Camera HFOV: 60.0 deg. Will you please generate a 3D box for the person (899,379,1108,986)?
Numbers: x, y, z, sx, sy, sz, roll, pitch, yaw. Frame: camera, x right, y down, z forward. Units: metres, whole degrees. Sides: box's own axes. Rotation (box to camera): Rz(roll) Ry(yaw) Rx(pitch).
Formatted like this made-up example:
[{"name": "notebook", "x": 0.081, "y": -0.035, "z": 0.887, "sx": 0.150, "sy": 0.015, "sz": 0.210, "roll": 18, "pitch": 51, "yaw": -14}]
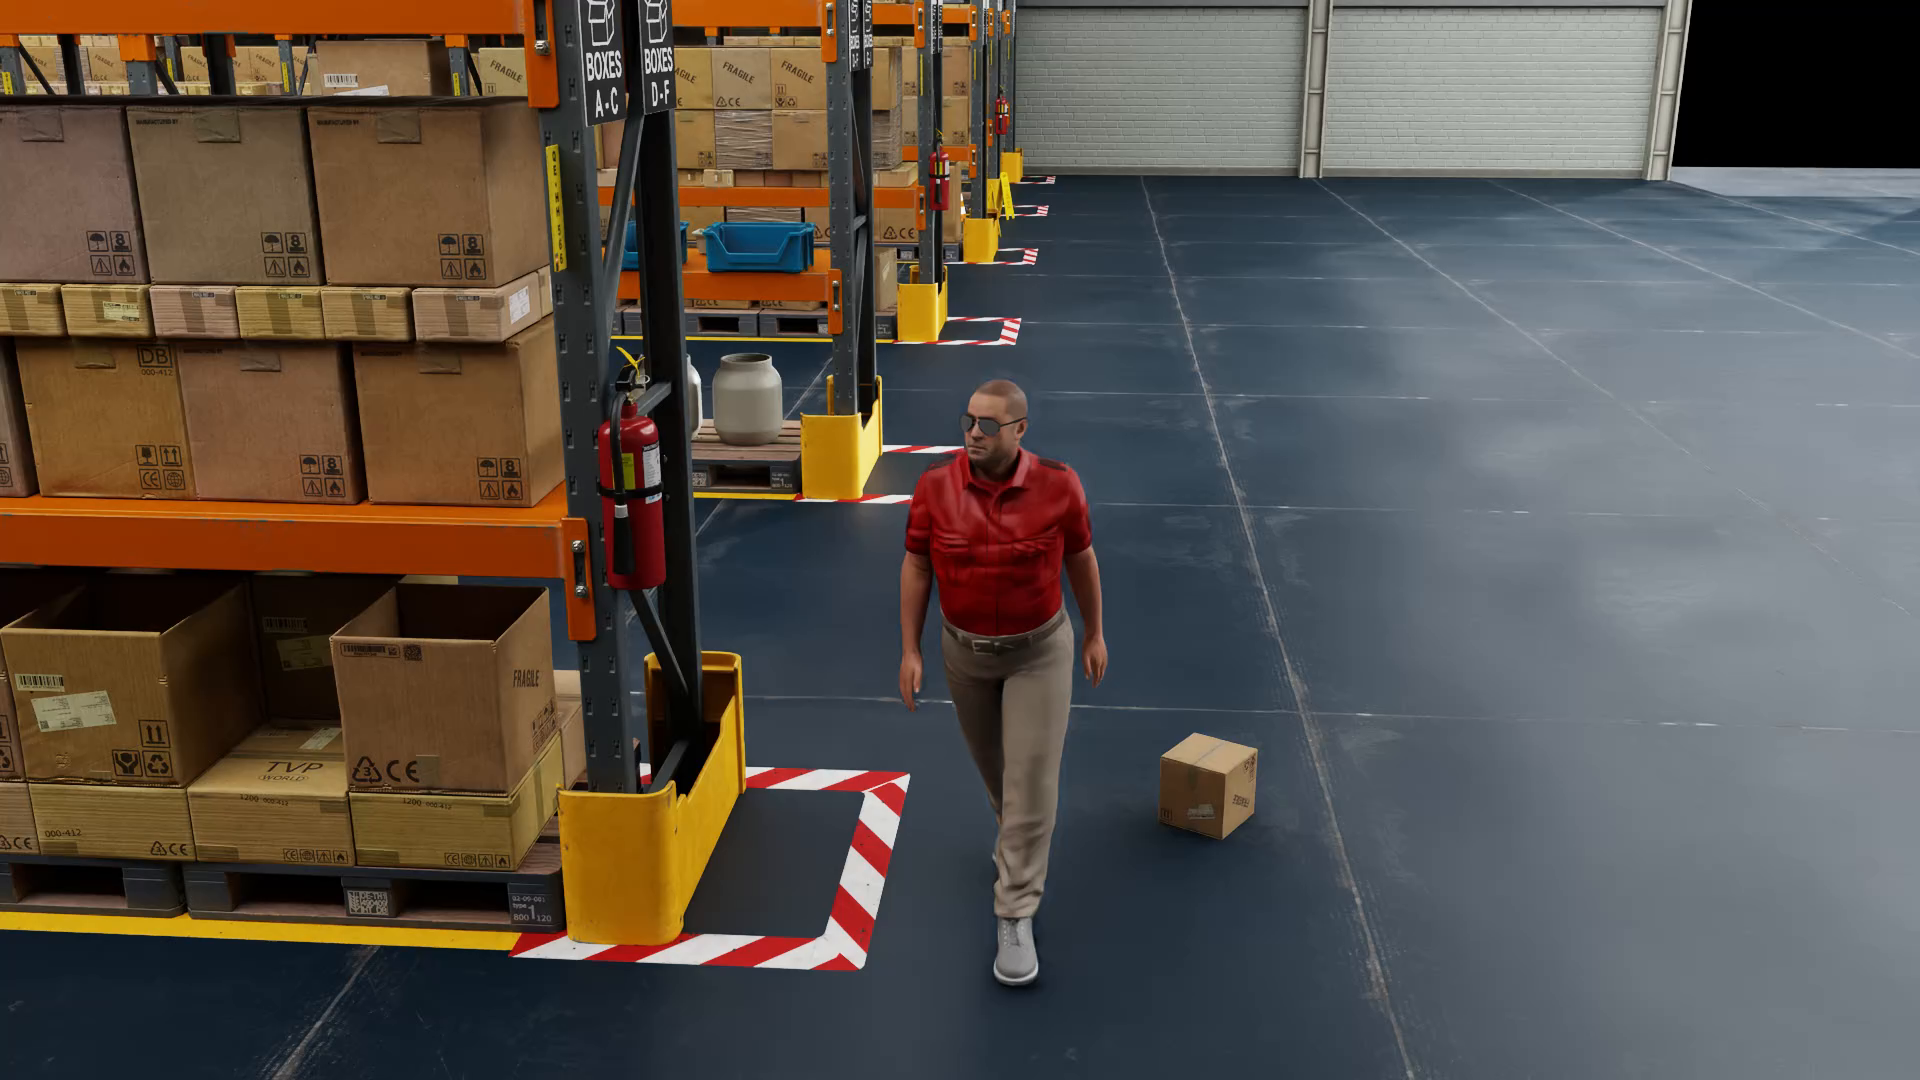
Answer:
[{"name": "person", "x": 0.107, "y": 0.336, "z": 4.984, "sx": 0.586, "sy": 1.668, "sz": 0.965, "roll": 6, "pitch": 18, "yaw": 18}]
